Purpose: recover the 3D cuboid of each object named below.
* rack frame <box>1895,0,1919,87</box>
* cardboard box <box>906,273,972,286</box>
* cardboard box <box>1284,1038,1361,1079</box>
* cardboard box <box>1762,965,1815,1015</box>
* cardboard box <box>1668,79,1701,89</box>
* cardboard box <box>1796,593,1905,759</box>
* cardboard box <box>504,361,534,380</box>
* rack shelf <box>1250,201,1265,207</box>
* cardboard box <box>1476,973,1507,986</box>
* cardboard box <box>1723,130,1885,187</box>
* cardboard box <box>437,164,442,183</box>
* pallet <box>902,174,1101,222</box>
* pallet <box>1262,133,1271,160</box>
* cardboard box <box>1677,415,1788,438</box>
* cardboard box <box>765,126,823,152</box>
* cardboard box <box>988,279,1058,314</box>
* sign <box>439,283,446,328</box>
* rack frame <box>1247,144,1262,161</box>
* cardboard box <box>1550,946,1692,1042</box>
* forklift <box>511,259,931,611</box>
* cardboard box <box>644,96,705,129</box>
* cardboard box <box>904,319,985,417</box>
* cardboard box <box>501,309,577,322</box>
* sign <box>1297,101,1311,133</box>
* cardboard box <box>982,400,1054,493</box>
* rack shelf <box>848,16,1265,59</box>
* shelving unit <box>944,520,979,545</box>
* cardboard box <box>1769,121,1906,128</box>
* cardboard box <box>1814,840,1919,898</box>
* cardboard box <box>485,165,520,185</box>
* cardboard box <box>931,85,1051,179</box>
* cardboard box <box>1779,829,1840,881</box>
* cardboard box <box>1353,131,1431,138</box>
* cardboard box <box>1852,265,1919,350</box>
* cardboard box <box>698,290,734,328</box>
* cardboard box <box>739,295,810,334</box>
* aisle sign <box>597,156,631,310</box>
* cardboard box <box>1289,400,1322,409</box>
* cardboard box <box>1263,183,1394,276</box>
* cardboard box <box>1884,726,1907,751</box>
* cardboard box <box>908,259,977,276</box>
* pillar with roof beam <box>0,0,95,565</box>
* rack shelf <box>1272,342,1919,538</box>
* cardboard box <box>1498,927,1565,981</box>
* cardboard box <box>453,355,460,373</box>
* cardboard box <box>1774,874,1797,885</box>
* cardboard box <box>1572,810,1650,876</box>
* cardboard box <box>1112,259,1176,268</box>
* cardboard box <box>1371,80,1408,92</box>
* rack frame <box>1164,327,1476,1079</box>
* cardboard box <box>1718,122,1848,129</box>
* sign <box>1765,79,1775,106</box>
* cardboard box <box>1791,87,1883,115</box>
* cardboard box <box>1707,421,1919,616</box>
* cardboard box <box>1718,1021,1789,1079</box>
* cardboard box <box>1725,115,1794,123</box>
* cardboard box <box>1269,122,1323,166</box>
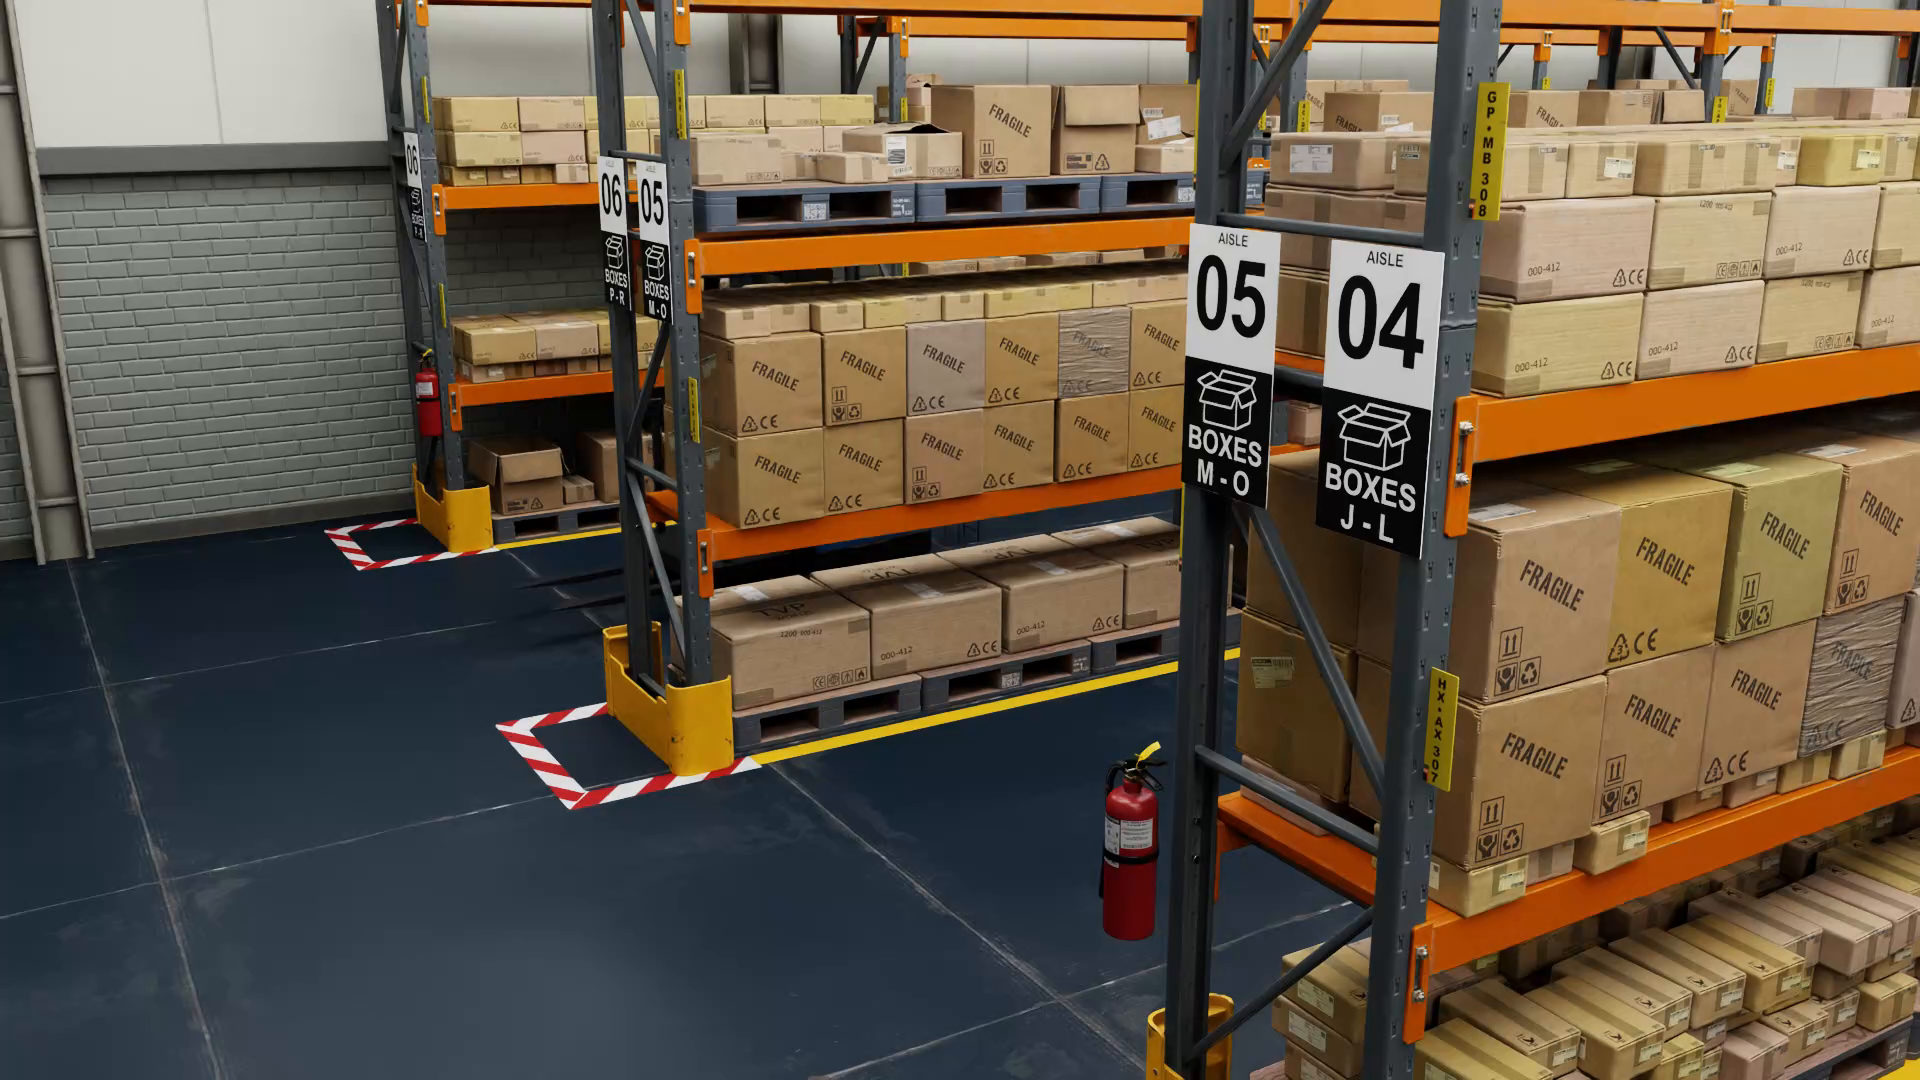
[{"bbox_3d":[8.652,-4.891,14.184,0.127,3.000,1.000,-9,18,-30],"label":"rack frame"},{"bbox_3d":[-0.129,-1.494,9.944,0.250,0.149,0.380,-9,18,-28],"label":"cardboard box"},{"bbox_3d":[1.346,1.846,5.769,0.250,0.149,0.380,-9,18,-29],"label":"cardboard box"},{"bbox_3d":[2.914,1.580,6.170,0.250,0.149,0.380,-8,18,-27],"label":"cardboard box"},{"bbox_3d":[8.338,-5.212,19.738,0.500,0.500,0.700,-9,18,-29],"label":"cardboard box"},{"bbox_3d":[2.835,0.390,5.726,0.500,0.500,0.500,-10,18,-31],"label":"cardboard box"},{"bbox_3d":[-3.576,-1.389,13.273,0.250,0.149,0.380,-9,18,-28],"label":"cardboard box"},{"bbox_3d":[3.509,-2.266,11.711,4.000,0.370,1.077,-9,18,-30],"label":"rack shelf"},{"bbox_3d":[1.752,1.613,6.052,0.250,0.149,0.380,-10,19,-32],"label":"cardboard box"},{"bbox_3d":[2.545,-1.160,5.048,0.250,0.149,0.380,-9,18,-28],"label":"cardboard box"},{"bbox_3d":[-4.038,-2.903,13.117,0.250,0.149,0.380,-9,18,-28],"label":"cardboard box"},{"bbox_3d":[0.043,-2.012,9.636,1.213,0.211,1.003,-9,18,-30],"label":"pallet"},{"bbox_3d":[3.200,-4.062,17.137,1.003,0.211,1.213,-8,18,-27],"label":"pallet"},{"bbox_3d":[2.593,-0.216,6.033,0.500,0.500,0.500,-10,18,-32],"label":"cardboard box"},{"bbox_3d":[-1.489,-3.353,13.985,0.500,0.250,0.500,-10,18,-32],"label":"cardboard box"},{"bbox_3d":[0.363,-1.415,9.660,0.250,0.149,0.380,-9,18,-30],"label":"cardboard box"},{"bbox_3d":[-3.914,-1.773,12.574,0.005,0.325,0.100,-9,18,-30],"label":"sign"},{"bbox_3d":[2.664,-2.594,17.106,0.127,3.000,1.000,-9,18,-30],"label":"rack frame"},{"bbox_3d":[2.252,1.562,5.682,0.250,0.149,0.380,-10,19,-32],"label":"cardboard box"},{"bbox_3d":[-1.692,-1.057,11.750,3.031,2.935,1.130,-12,20,-36],"label":"forklift"},{"bbox_3d":[-2.383,-3.454,13.417,0.500,0.250,0.500,-9,18,-28],"label":"cardboard box"},{"bbox_3d":[-0.199,-1.011,9.422,0.500,0.500,0.500,-9,18,-30],"label":"cardboard box"},{"bbox_3d":[-3.493,-1.750,13.821,0.500,0.250,0.500,-9,18,-30],"label":"cardboard box"},{"bbox_3d":[2.082,-2.493,10.084,0.005,0.325,0.100,-9,18,-30],"label":"sign"},{"bbox_3d":[0.211,-0.599,9.804,0.500,0.500,0.500,-9,18,-28],"label":"cardboard box"},{"bbox_3d":[0.950,-4.666,15.455,4.000,0.370,1.077,-9,18,-30],"label":"rack shelf"},{"bbox_3d":[0.012,-0.580,13.255,0.189,1.200,0.258,-9,18,-30],"label":"shelving unit"},{"bbox_3d":[3.163,-1.435,6.026,0.250,0.149,0.380,-10,18,-31],"label":"cardboard box"},{"bbox_3d":[3.589,1.334,6.495,0.250,0.149,0.380,-9,18,-28],"label":"cardboard box"},{"bbox_3d":[-3.589,-2.838,12.885,0.250,0.149,0.380,-9,18,-29],"label":"cardboard box"},{"bbox_3d":[0.171,-2.322,9.431,0.500,0.500,0.500,-9,18,-29],"label":"cardboard box"},{"bbox_3d":[3.359,1.238,6.838,0.250,0.149,0.380,-10,18,-31],"label":"cardboard box"},{"bbox_3d":[1.386,-1.138,4.969,0.250,0.149,0.380,-9,18,-29],"label":"cardboard box"},{"bbox_3d":[2.855,-0.794,5.406,0.500,0.250,0.500,-9,18,-30],"label":"cardboard box"},{"bbox_3d":[-1.429,-1.272,9.151,0.250,0.149,0.380,-9,18,-29],"label":"cardboard box"},{"bbox_3d":[-0.999,-1.214,8.944,0.250,0.149,0.380,-9,18,-28],"label":"cardboard box"},{"bbox_3d":[-1.855,-1.647,8.913,0.004,0.787,0.394,-9,18,-30],"label":"aisle sign"},{"bbox_3d":[2.317,-1.054,10.965,0.500,0.250,0.500,-10,18,-31],"label":"cardboard box"},{"bbox_3d":[1.266,-0.938,4.994,0.500,0.250,0.500,-10,18,-31],"label":"cardboard box"},{"bbox_3d":[3.185,0.638,6.041,0.250,0.149,0.380,-10,18,-31],"label":"cardboard box"},{"bbox_3d":[-0.235,-2.304,15.107,0.500,0.500,0.700,-9,18,-28],"label":"cardboard box"},{"bbox_3d":[-4.752,-3.208,8.182,0.400,9.000,9.100,-9,18,-30],"label":"pillar with roof beam"},{"bbox_3d":[2.716,-0.579,5.692,4.000,0.370,1.077,-9,18,-30],"label":"rack shelf"},{"bbox_3d":[1.981,1.441,6.114,0.250,0.149,0.380,-10,19,-32],"label":"cardboard box"},{"bbox_3d":[-4.048,-1.469,13.558,0.250,0.149,0.380,-9,18,-30],"label":"cardboard box"},{"bbox_3d":[3.361,1.380,6.882,0.250,0.149,0.380,-10,19,-33],"label":"cardboard box"},{"bbox_3d":[1.903,0.879,5.182,0.250,0.149,0.380,-10,18,-31],"label":"cardboard box"},{"bbox_3d":[1.179,-1.709,10.708,0.250,0.149,0.380,-9,18,-29],"label":"cardboard box"},{"bbox_3d":[4.283,-4.522,17.280,0.500,0.500,0.500,-9,18,-28],"label":"cardboard box"},{"bbox_3d":[1.002,0.797,5.008,0.127,3.000,1.000,-9,18,-30],"label":"rack frame"},{"bbox_3d":[2.905,-1.407,5.929,0.250,0.149,0.380,-8,18,-27],"label":"cardboard box"},{"bbox_3d":[9.789,-5.411,20.104,0.005,0.325,0.100,-9,18,-30],"label":"sign"},{"bbox_3d":[7.523,-3.757,14.271,0.500,0.250,0.500,-10,18,-31],"label":"cardboard box"},{"bbox_3d":[2.845,-0.087,5.574,0.500,0.500,0.500,-10,18,-31],"label":"cardboard box"},{"bbox_3d":[2.711,1.795,5.951,0.250,0.149,0.380,-10,19,-32],"label":"cardboard box"},{"bbox_3d":[6.041,-3.068,13.054,0.500,0.500,0.700,-9,18,-30],"label":"cardboard box"},{"bbox_3d":[2.442,-2.665,11.188,0.500,0.311,0.500,-9,18,-30],"label":"cardboard box"}]
